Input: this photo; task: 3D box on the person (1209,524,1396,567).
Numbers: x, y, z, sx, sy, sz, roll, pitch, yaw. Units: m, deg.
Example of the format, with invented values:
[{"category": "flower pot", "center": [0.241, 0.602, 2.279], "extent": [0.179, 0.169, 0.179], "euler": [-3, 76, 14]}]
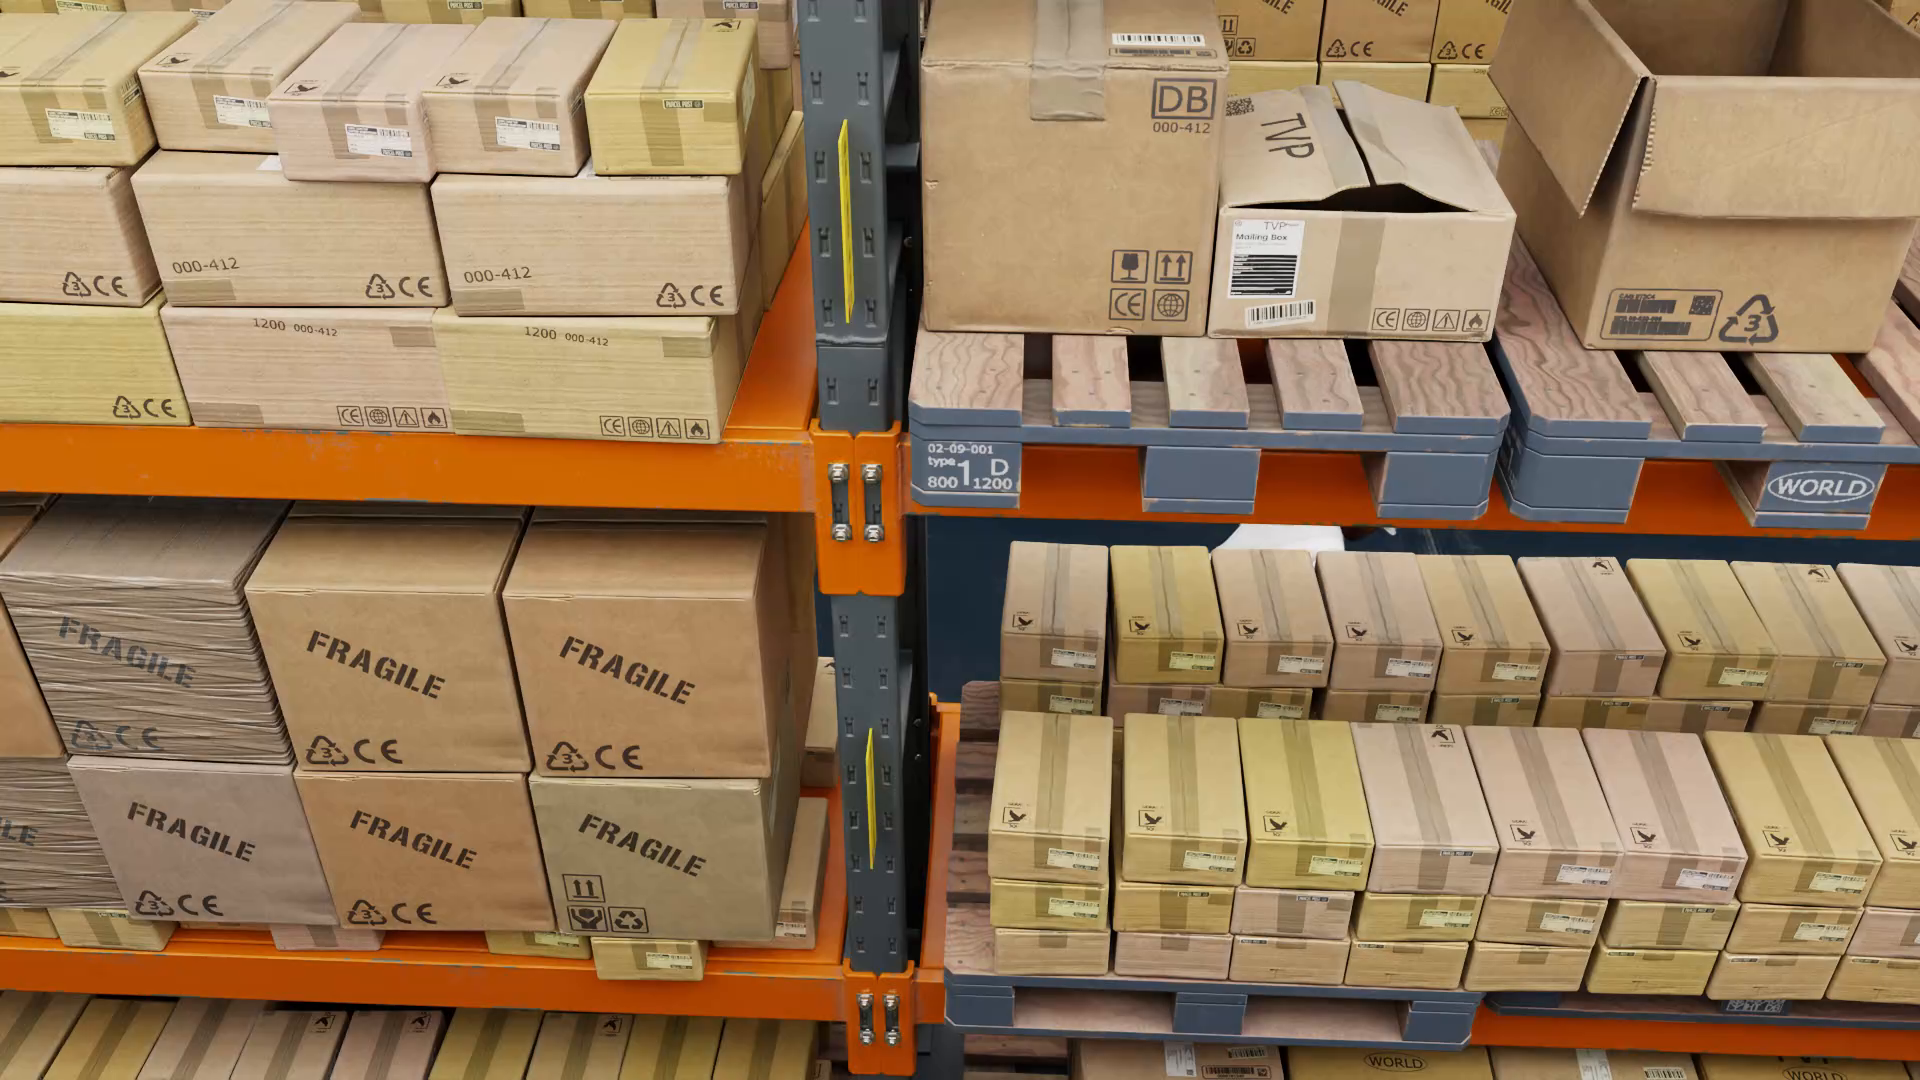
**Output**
[{"category": "person", "center": [1.317, 0.186, 6.534], "extent": [0.863, 0.999, 0.589], "euler": [1, 35, 2]}]
